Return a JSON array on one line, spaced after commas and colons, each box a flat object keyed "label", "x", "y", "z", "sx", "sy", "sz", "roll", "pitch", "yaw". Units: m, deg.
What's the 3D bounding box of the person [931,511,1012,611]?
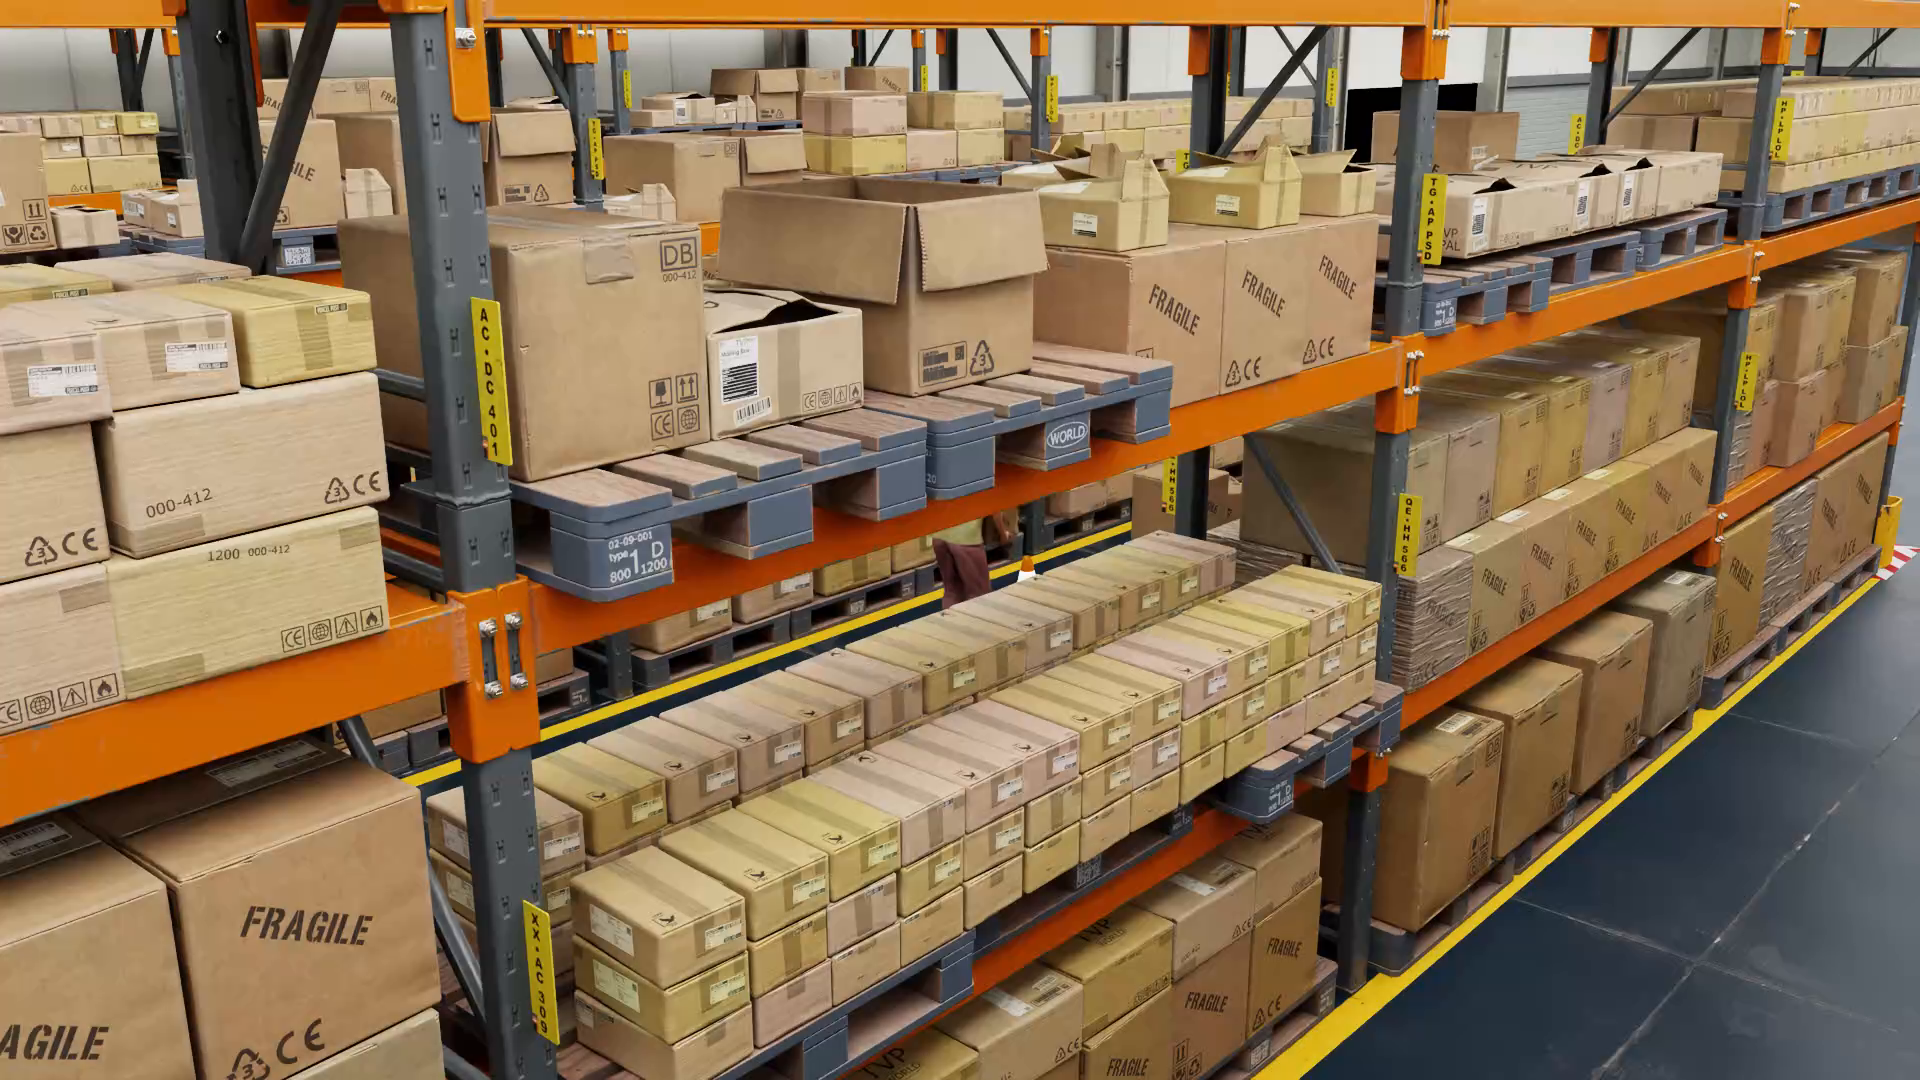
[{"label": "person", "x": 0.056, "y": 0.000, "z": 10.592, "sx": 0.409, "sy": 1.654, "sz": 0.521, "roll": 14, "pitch": 22, "yaw": 38}]
